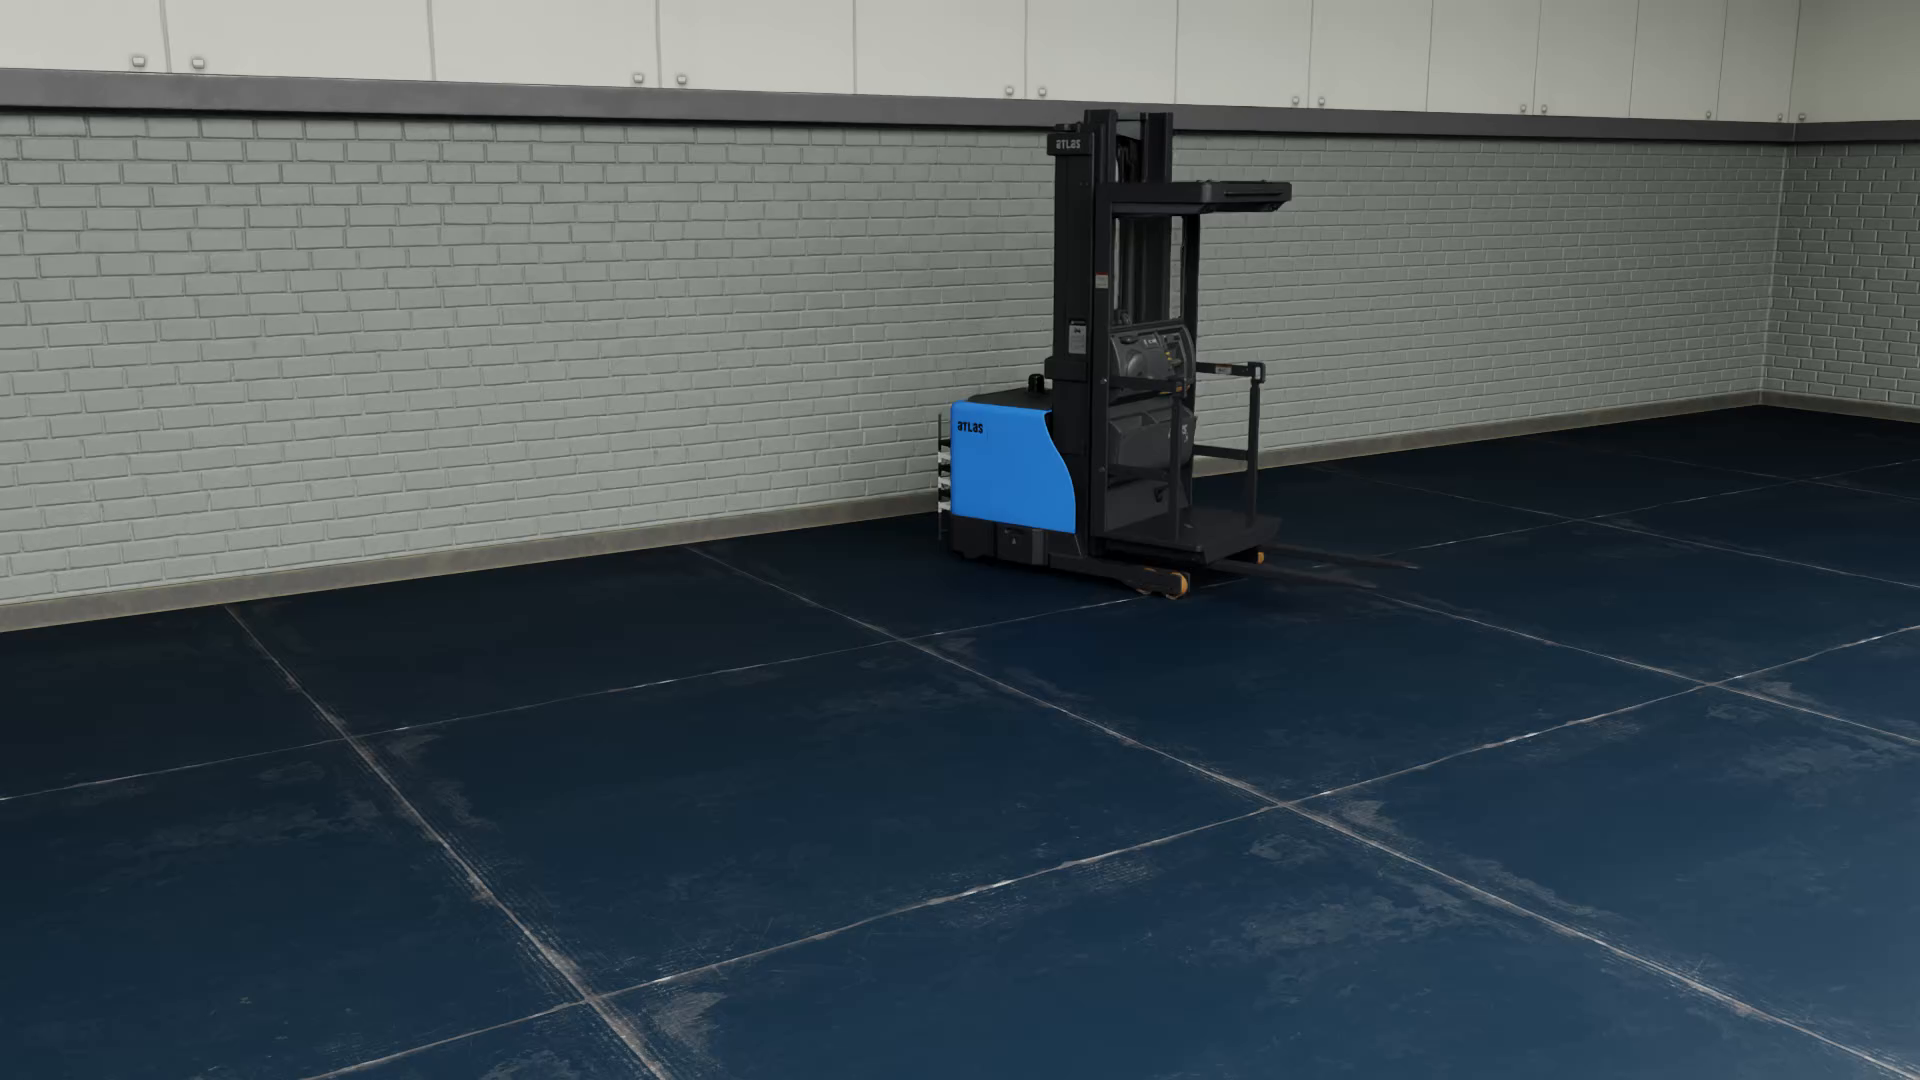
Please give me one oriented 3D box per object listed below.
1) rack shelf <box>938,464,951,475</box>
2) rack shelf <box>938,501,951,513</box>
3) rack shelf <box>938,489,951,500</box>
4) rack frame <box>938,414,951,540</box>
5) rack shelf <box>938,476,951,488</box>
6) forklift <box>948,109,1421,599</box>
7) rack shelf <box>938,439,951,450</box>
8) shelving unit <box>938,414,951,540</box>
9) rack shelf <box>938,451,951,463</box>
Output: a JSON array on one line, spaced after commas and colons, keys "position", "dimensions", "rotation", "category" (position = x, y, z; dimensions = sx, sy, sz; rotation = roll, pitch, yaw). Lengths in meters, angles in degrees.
[{"position": [0.004, -0.494, 11.747], "dimensions": [0.258, 0.077, 0.200], "rotation": [-8, 15, -33], "category": "rack shelf"}, {"position": [0.004, -0.230, 11.805], "dimensions": [0.258, 0.077, 0.200], "rotation": [-8, 15, -33], "category": "rack shelf"}, {"position": [0.004, -0.318, 11.785], "dimensions": [0.258, 0.077, 0.200], "rotation": [-8, 15, -33], "category": "rack shelf"}, {"position": [-0.052, -0.456, 11.842], "dimensions": [0.240, 0.900, 0.006], "rotation": [-8, 15, -33], "category": "rack frame"}, {"position": [0.004, -0.406, 11.766], "dimensions": [0.258, 0.077, 0.200], "rotation": [-8, 15, -33], "category": "rack shelf"}, {"position": [1.397, -1.197, 10.473], "dimensions": [3.031, 2.935, 1.130], "rotation": [9, 15, 37], "category": "forklift"}, {"position": [0.004, -0.669, 11.708], "dimensions": [0.258, 0.077, 0.200], "rotation": [-8, 15, -33], "category": "rack shelf"}, {"position": [0.004, -0.438, 11.759], "dimensions": [0.258, 0.900, 0.210], "rotation": [-8, 15, -33], "category": "shelving unit"}, {"position": [0.004, -0.581, 11.728], "dimensions": [0.258, 0.077, 0.200], "rotation": [-8, 15, -33], "category": "rack shelf"}]
